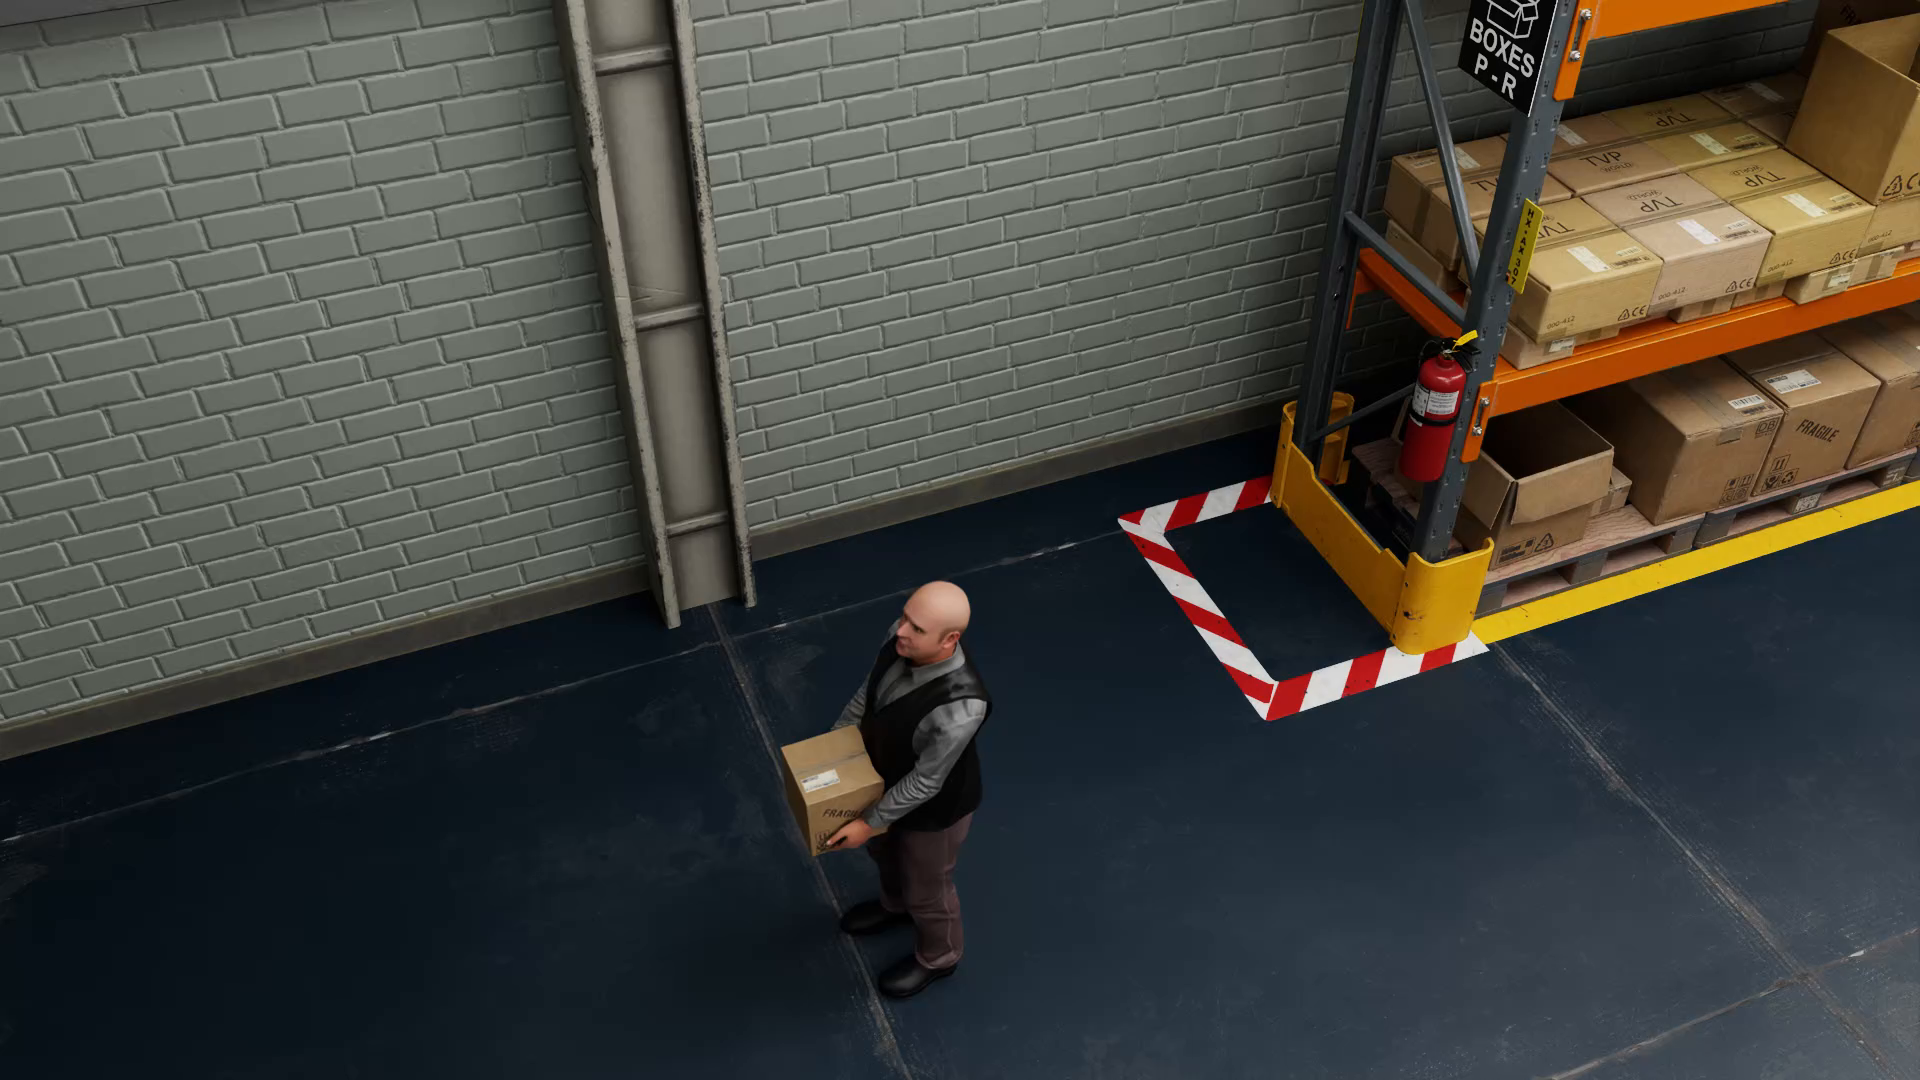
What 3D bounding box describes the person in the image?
[{"bbox_3d":[-0.203,0.817,5.251,0.545,1.723,0.505,-16,44,-17],"label":"person"}]
